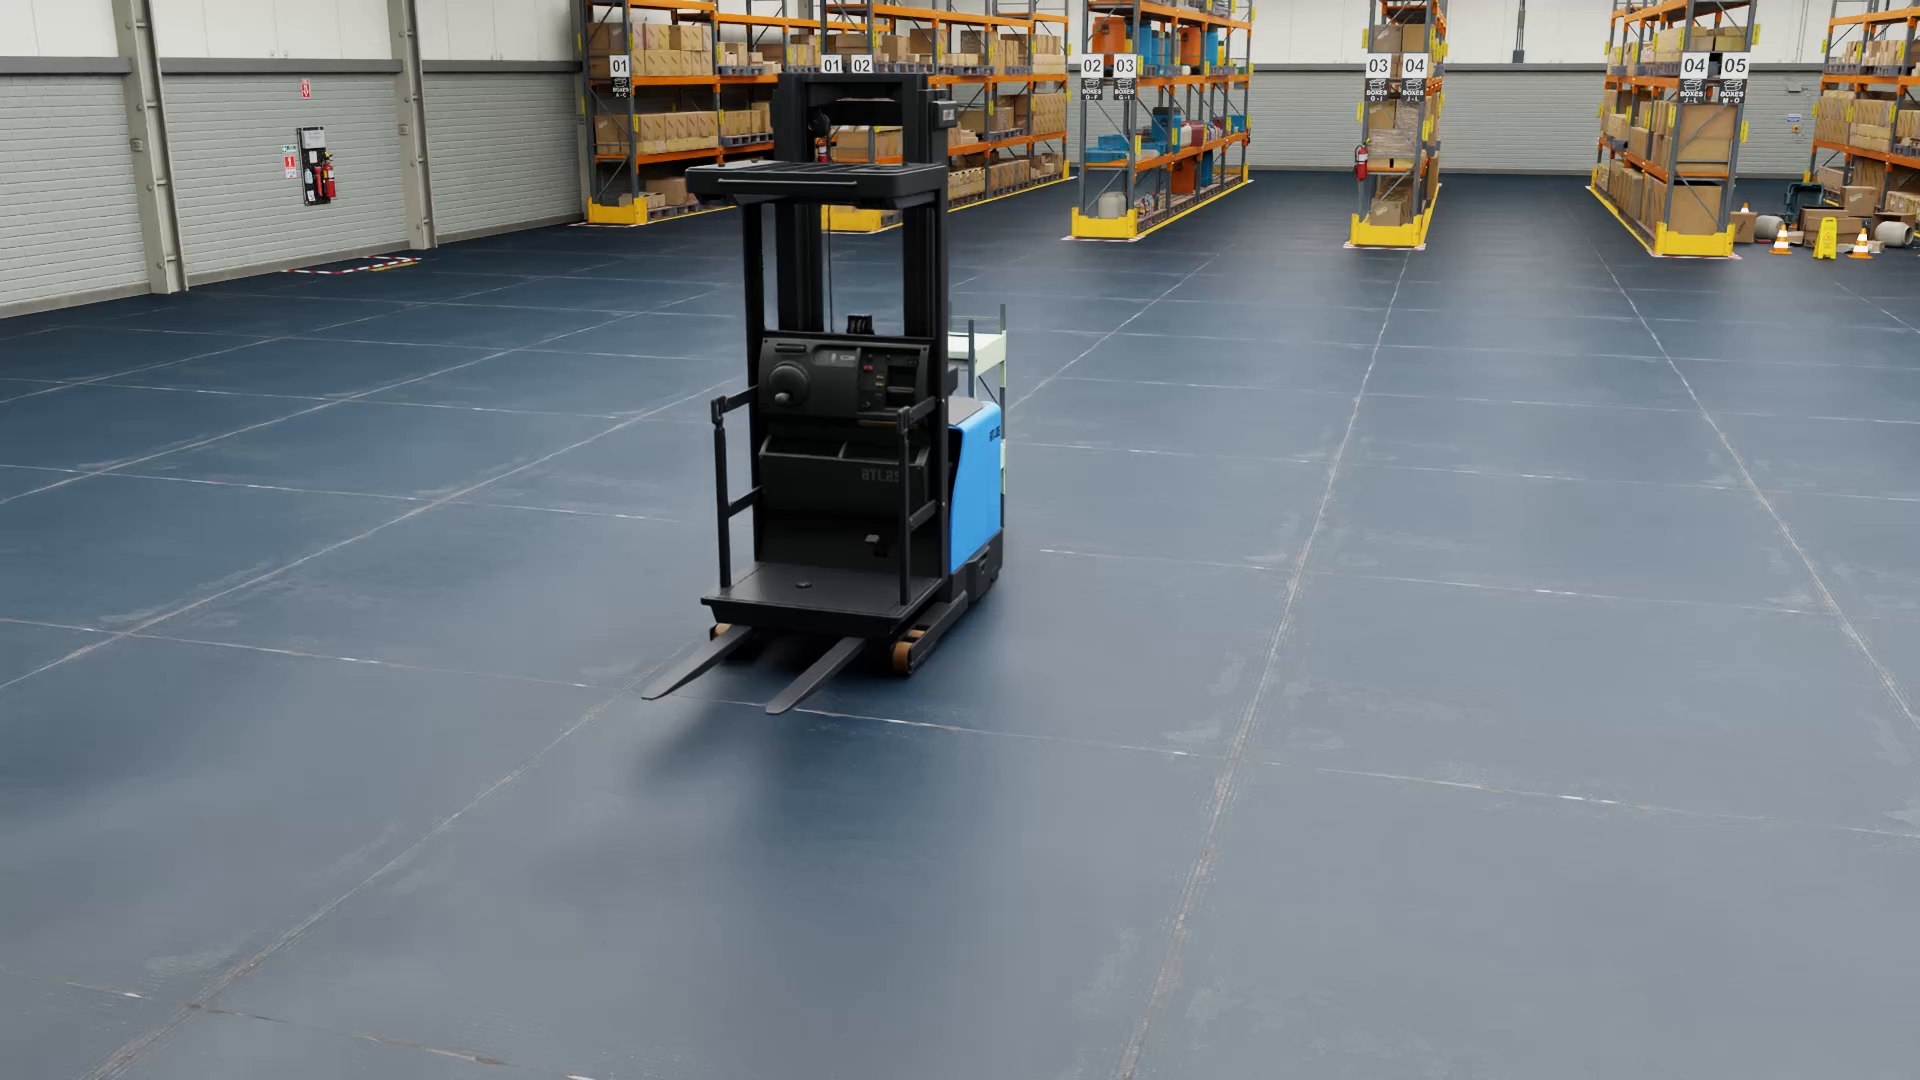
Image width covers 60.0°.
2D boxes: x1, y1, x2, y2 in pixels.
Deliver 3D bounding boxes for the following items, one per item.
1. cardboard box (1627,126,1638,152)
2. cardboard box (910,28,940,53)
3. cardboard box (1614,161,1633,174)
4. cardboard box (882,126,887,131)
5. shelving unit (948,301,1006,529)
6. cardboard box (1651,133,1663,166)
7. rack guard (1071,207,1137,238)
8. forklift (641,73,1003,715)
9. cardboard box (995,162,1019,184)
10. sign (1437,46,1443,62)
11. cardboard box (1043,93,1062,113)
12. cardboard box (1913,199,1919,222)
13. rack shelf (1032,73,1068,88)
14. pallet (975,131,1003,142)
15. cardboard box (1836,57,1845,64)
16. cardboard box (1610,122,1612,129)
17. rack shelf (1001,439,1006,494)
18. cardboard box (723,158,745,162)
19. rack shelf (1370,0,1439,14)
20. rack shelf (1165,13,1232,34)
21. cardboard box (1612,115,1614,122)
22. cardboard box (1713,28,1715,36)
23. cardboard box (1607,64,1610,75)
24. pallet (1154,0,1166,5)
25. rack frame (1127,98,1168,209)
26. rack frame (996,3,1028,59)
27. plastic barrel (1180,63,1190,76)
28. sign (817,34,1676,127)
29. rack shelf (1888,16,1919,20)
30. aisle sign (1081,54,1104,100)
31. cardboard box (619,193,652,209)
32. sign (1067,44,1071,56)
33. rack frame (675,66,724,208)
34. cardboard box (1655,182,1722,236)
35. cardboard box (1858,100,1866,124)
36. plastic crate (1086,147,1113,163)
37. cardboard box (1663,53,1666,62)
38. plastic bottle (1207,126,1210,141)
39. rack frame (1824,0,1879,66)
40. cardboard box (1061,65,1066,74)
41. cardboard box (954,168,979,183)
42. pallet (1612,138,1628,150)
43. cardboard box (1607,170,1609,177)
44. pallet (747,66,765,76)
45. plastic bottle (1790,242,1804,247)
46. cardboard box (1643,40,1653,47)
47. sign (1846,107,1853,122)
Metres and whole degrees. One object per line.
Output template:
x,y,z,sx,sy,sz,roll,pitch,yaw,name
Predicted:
14.021,-8.233,34.175,0.500,0.500,0.500,5,17,16,cardboard box
-0.740,-10.507,35.010,0.500,0.500,0.500,5,17,17,cardboard box
14.782,-8.243,36.829,0.500,0.250,0.500,5,17,18,cardboard box
-1.627,-7.949,31.986,0.380,0.149,0.250,5,16,16,cardboard box
-0.001,-0.721,10.622,0.431,1.500,0.748,5,16,16,shelving unit
12.776,-6.932,29.496,0.875,0.550,0.550,5,16,16,cardboard box
2.635,-5.804,30.377,1.175,0.500,0.348,5,16,16,rack guard
-0.670,-0.851,8.458,1.130,2.935,3.031,5,17,17,forklift
1.163,-9.106,41.211,0.500,0.500,0.500,5,17,17,cardboard box
10.200,-10.341,35.348,0.100,0.325,0.005,5,16,16,sign
2.451,-11.814,44.967,0.500,0.500,0.500,5,17,17,cardboard box
18.393,-6.141,31.029,0.950,0.372,0.625,6,17,19,cardboard box
1.889,-12.128,43.913,1.077,0.370,4.000,5,16,16,rack shelf
0.309,-9.552,39.360,1.213,0.211,1.003,5,16,16,pallet
20.926,-11.322,39.261,0.380,0.149,0.250,5,17,18,cardboard box
14.773,-9.281,37.199,0.380,0.149,0.250,4,16,13,cardboard box
-0.002,-0.406,10.708,0.431,0.370,0.720,5,16,16,rack shelf
-5.244,-8.614,38.102,0.500,0.250,0.500,4,16,14,cardboard box
7.975,-9.661,29.724,1.077,0.370,4.000,5,16,16,rack shelf
5.500,-11.947,38.511,1.077,0.370,4.000,5,16,16,rack shelf
14.697,-9.355,36.916,0.380,0.149,0.250,4,16,15,cardboard box
12.896,-8.539,27.988,0.380,0.149,0.250,4,16,15,cardboard box
16.308,-11.648,41.175,0.500,0.250,0.500,5,17,18,cardboard box
3.242,-10.095,31.007,1.003,0.211,1.213,5,16,16,pallet
3.798,-8.030,33.642,0.949,2.616,0.053,5,16,16,rack frame
1.317,-13.394,41.562,0.949,2.616,0.053,5,16,16,rack frame
4.794,-10.102,35.705,0.301,0.262,0.301,0,16,0,plastic barrel
4.506,-8.075,29.037,14.966,1.531,0.110,5,16,16,sign
19.750,-10.864,34.428,0.831,0.071,3.687,5,16,16,rack shelf
2.353,-8.238,29.613,0.394,0.787,0.004,5,16,16,aisle sign
-6.557,-6.844,33.582,0.500,0.311,0.500,3,16,10,cardboard box
2.983,-13.375,45.369,0.100,0.325,0.005,5,16,16,sign
-5.704,-8.798,36.351,1.000,3.000,0.127,5,16,16,rack frame
12.263,-5.551,28.026,0.884,0.875,0.884,5,16,16,cardboard box
19.800,-9.271,36.004,0.500,0.500,0.500,5,16,16,cardboard box
2.514,-7.066,30.517,0.499,0.251,0.616,5,16,16,plastic crate
12.481,-8.405,28.975,0.380,0.149,0.250,5,16,16,cardboard box
5.808,-9.545,39.075,0.144,0.351,0.185,5,16,16,plastic bottle
21.455,-12.903,39.829,1.000,3.000,0.127,5,16,16,rack frame
2.564,-12.771,45.134,0.500,0.250,0.500,5,16,16,cardboard box
0.129,-8.318,37.900,0.500,0.311,0.500,4,16,15,cardboard box
14.508,-8.384,35.241,1.213,0.211,1.003,5,16,16,pallet
15.430,-8.628,39.115,0.380,0.149,0.250,5,17,17,cardboard box
-5.134,-10.576,37.465,1.213,0.211,1.003,5,16,16,pallet
14.440,-5.110,28.734,0.133,0.061,0.283,-1,16,-3,plastic bottle
14.273,-10.267,34.446,0.396,0.266,0.258,5,16,16,cardboard box
19.786,-9.468,36.980,0.100,0.325,0.005,5,16,16,sign
